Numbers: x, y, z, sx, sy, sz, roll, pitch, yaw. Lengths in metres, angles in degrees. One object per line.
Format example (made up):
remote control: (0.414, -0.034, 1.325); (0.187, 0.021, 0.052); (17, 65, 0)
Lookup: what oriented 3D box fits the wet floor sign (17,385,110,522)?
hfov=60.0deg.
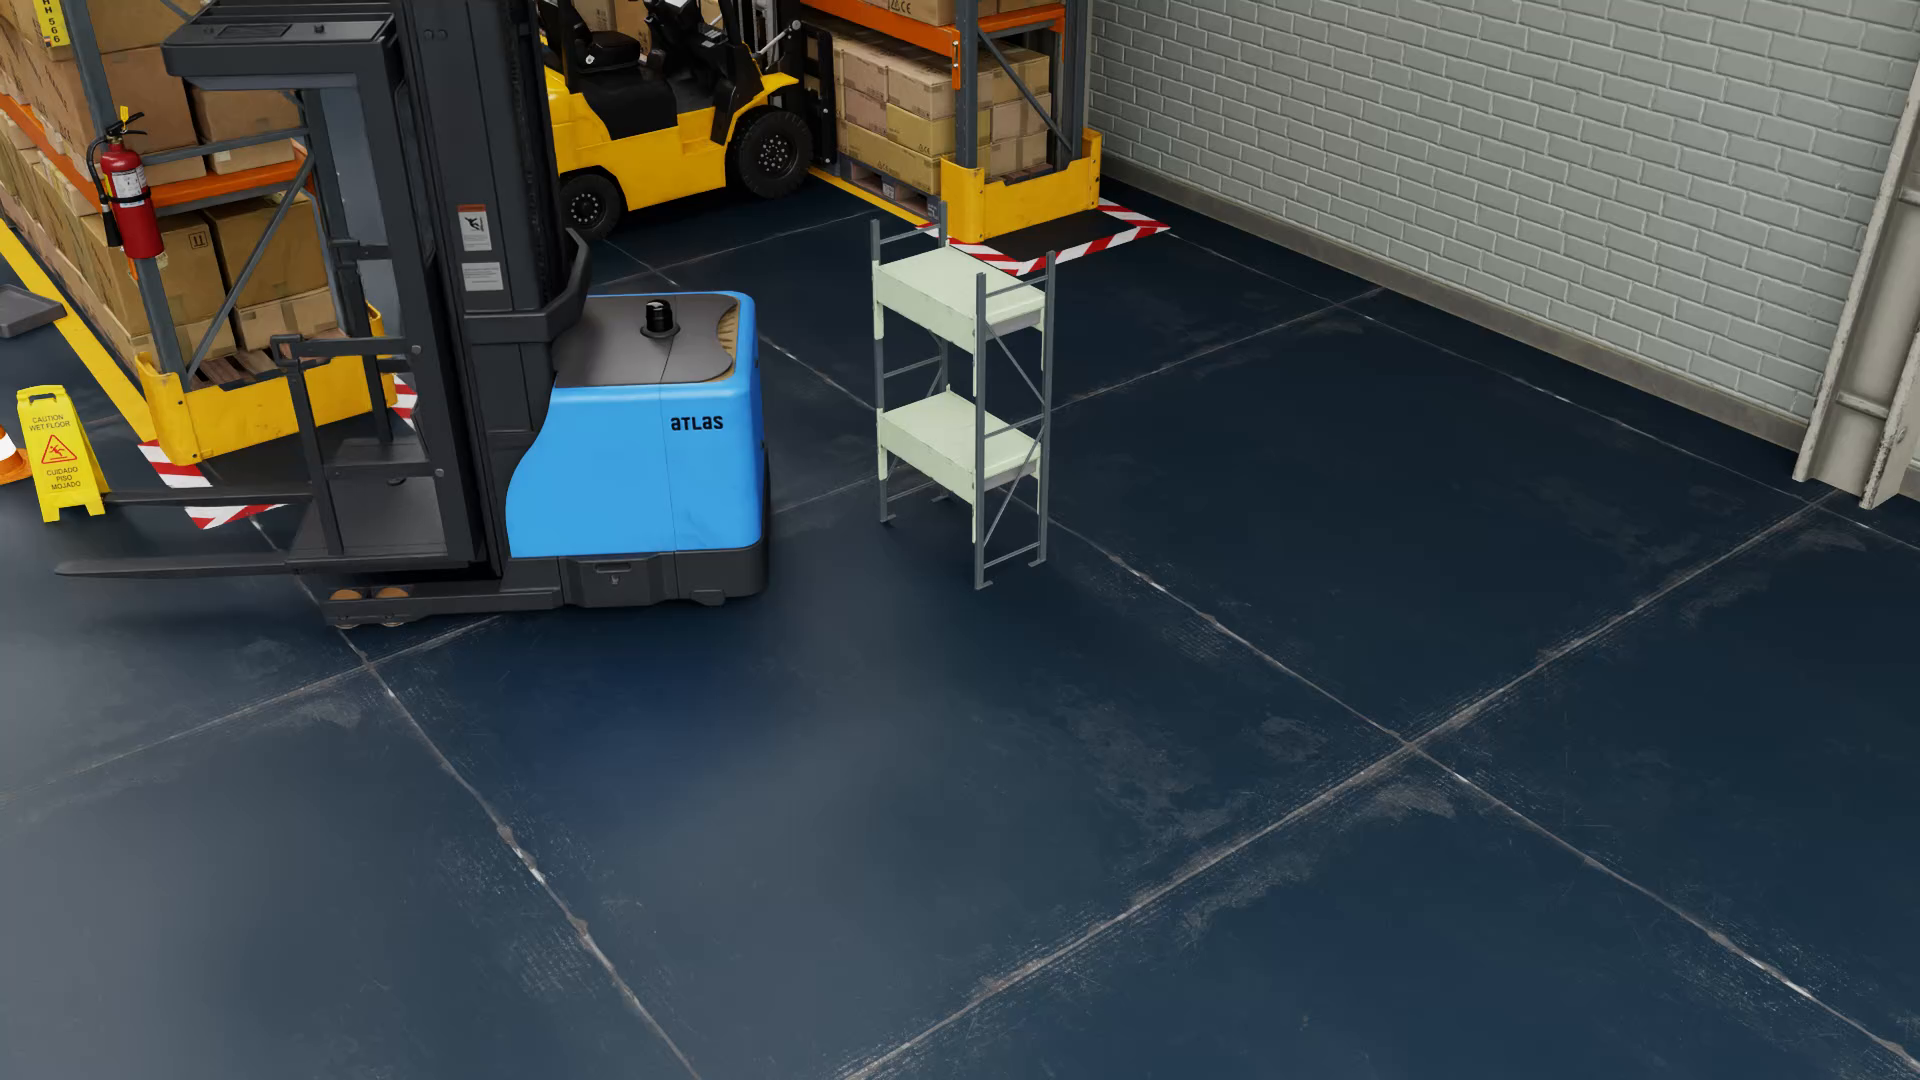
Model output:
wet floor sign: (-4.248, -0.435, 7.839); (0.267, 0.644, 0.232); (-10, 33, -15)

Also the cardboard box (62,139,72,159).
cardboard box: (-4.301, -2.024, 8.404); (0.380, 0.149, 0.250); (-23, 39, -32)

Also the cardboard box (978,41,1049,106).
cardboard box: (0.254, -3.165, 11.263); (0.500, 0.250, 0.500); (-23, 39, -32)

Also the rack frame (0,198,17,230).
rack frame: (-5.972, -3.528, 10.587); (1.000, 3.000, 0.127); (-22, 38, -31)

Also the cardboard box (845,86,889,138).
cardboard box: (-0.445, -3.005, 11.479); (0.500, 0.250, 0.500); (-23, 38, -32)

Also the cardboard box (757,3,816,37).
cardboard box: (-1.385, -3.847, 12.361); (0.500, 0.250, 0.500); (-21, 37, -30)

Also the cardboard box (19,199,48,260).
cardboard box: (-5.487, -1.986, 10.312); (0.500, 0.250, 0.500); (-20, 37, -29)

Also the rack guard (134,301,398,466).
rack guard: (-3.566, -0.830, 8.613); (1.175, 0.500, 0.348); (-22, 38, -31)

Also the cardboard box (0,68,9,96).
cardboard box: (-5.255, -2.650, 9.411); (0.380, 0.149, 0.250); (-22, 38, -31)

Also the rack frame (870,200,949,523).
rack frame: (-0.220, -0.787, 7.595); (0.400, 1.500, 0.023); (-22, 38, -31)

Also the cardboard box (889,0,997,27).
cardboard box: (-0.110, -3.631, 10.658); (0.500, 0.500, 0.500); (-23, 39, -32)

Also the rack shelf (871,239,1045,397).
rack shelf: (0.004, -0.966, 7.144); (0.431, 0.370, 0.720); (-22, 38, -31)

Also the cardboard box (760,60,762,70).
cardboard box: (-1.391, -3.634, 12.492); (0.500, 0.250, 0.500); (-23, 38, -32)

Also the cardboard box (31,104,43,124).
cardboard box: (-4.757, -2.351, 8.930); (0.380, 0.149, 0.250); (-23, 38, -32)

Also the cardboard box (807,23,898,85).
cardboard box: (-0.764, -3.412, 11.661); (0.500, 0.250, 0.500); (-22, 38, -31)

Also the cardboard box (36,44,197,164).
cardboard box: (-4.070, -2.166, 8.018); (0.500, 0.500, 0.500); (-23, 39, -32)

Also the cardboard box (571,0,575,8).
cardboard box: (-3.315, -5.157, 15.063); (0.875, 0.625, 0.625); (-24, 39, -33)

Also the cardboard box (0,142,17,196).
cardboard box: (-5.823, -2.523, 10.467); (0.500, 0.500, 0.500); (-20, 37, -29)

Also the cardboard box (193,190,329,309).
cardboard box: (-3.810, -1.625, 9.020); (0.500, 0.500, 0.500); (-24, 39, -33)

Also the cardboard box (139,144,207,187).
cardboard box: (-3.917, -1.840, 8.108); (0.380, 0.149, 0.250); (-21, 37, -30)

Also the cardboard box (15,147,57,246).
cardboard box: (-5.169, -2.087, 9.765); (0.500, 0.500, 0.500); (-20, 37, -29)

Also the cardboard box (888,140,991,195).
cardboard box: (-0.138, -2.572, 11.256); (0.500, 0.250, 0.500); (-22, 38, -31)

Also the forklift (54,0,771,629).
forklift: (-2.391, -1.155, 6.832); (3.031, 2.935, 1.130); (-2, 32, -4)

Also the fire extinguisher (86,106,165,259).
fire extinguisher: (-3.813, -1.631, 7.606); (0.296, 0.674, 0.183); (-22, 38, -31)

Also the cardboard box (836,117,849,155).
cardboard box: (-0.735, -2.994, 11.935); (0.500, 0.250, 0.500); (-22, 38, -31)

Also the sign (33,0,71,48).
sign: (-3.970, -2.315, 7.238); (0.100, 0.325, 0.005); (-22, 38, -31)

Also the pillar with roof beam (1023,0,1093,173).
pillar with roof beam: (-2.716, -5.205, 7.602); (9.100, 9.000, 0.400); (-22, 38, -31)

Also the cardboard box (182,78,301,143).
cardboard box: (-3.590, -2.316, 8.260); (0.500, 0.500, 0.500); (-23, 39, -32)

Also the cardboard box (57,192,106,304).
cardboard box: (-4.539, -1.655, 9.070); (0.500, 0.500, 0.500); (-21, 37, -30)

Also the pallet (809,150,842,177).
pallet: (-0.846, -3.097, 12.536); (1.003, 0.211, 1.213); (-22, 38, -31)

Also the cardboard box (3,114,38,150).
cardboard box: (-5.310, -2.402, 9.658); (0.380, 0.149, 0.250); (-20, 37, -29)

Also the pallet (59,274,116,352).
pallet: (-4.780, -1.566, 10.071); (1.003, 0.211, 1.213); (-22, 38, -31)

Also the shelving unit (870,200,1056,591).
shelving unit: (0.004, -0.634, 7.350); (0.431, 1.500, 0.755); (-22, 38, -31)

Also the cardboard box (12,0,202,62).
cardboard box: (-4.005, -2.596, 7.763); (0.700, 0.500, 0.500); (-23, 39, -33)

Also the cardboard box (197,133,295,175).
cardboard box: (-3.564, -1.962, 8.305); (0.380, 0.149, 0.250); (-22, 38, -31)

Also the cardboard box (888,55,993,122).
cardboard box: (-0.129, -2.994, 10.988); (0.500, 0.250, 0.500); (-21, 37, -30)

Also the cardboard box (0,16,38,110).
cardboard box: (-4.677, -2.586, 8.694); (0.500, 0.500, 0.500); (-22, 38, -32)

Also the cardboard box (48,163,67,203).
cardboard box: (-4.646, -1.952, 8.932); (0.380, 0.149, 0.250); (-22, 38, -31)

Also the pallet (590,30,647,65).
pallet: (-2.536, -4.245, 14.385); (1.003, 0.211, 1.213); (-22, 38, -31)

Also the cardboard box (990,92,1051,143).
cardboard box: (0.275, -2.954, 11.397); (0.500, 0.250, 0.500); (-21, 38, -31)

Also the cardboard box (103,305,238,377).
cardboard box: (-4.242, -1.131, 8.936); (0.500, 0.250, 0.500); (-22, 38, -32)

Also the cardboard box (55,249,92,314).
cardboard box: (-4.864, -1.555, 9.619); (0.500, 0.250, 0.500); (-24, 39, -33)

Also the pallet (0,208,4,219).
pallet: (-6.451, -2.667, 11.844); (1.003, 0.211, 1.213); (-22, 38, -31)

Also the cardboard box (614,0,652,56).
cardboard box: (-2.382, -4.518, 14.035); (0.875, 0.625, 0.625); (-20, 37, -29)

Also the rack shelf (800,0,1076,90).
rack shelf: (-0.827, -3.996, 12.023); (1.077, 0.370, 4.000); (-22, 38, -31)
